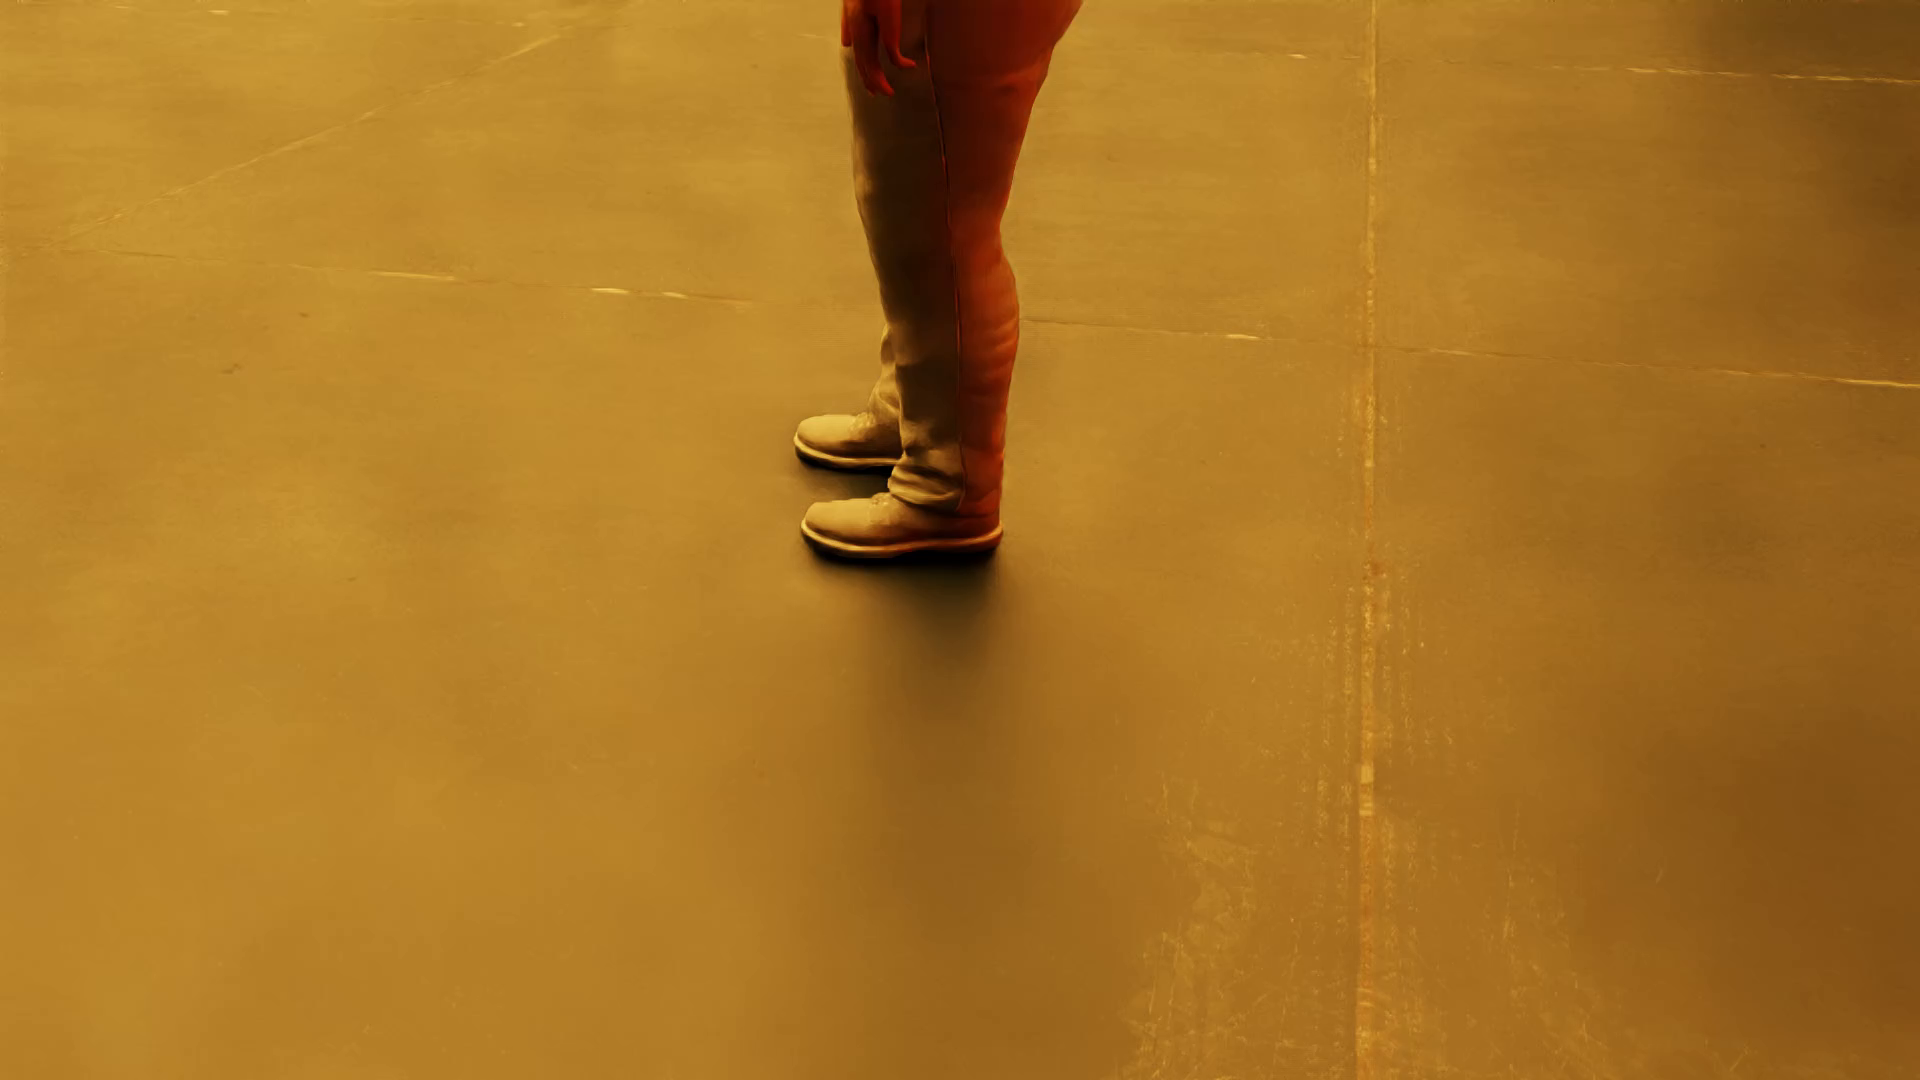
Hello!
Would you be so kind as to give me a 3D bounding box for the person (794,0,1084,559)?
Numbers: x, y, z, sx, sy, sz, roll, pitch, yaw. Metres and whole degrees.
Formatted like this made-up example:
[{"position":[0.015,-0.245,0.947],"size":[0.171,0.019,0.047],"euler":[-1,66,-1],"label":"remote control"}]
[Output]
[{"position":[-0.070,-0.768,2.156],"size":[0.529,1.669,0.598],"euler":[6,27,11],"label":"person"}]
